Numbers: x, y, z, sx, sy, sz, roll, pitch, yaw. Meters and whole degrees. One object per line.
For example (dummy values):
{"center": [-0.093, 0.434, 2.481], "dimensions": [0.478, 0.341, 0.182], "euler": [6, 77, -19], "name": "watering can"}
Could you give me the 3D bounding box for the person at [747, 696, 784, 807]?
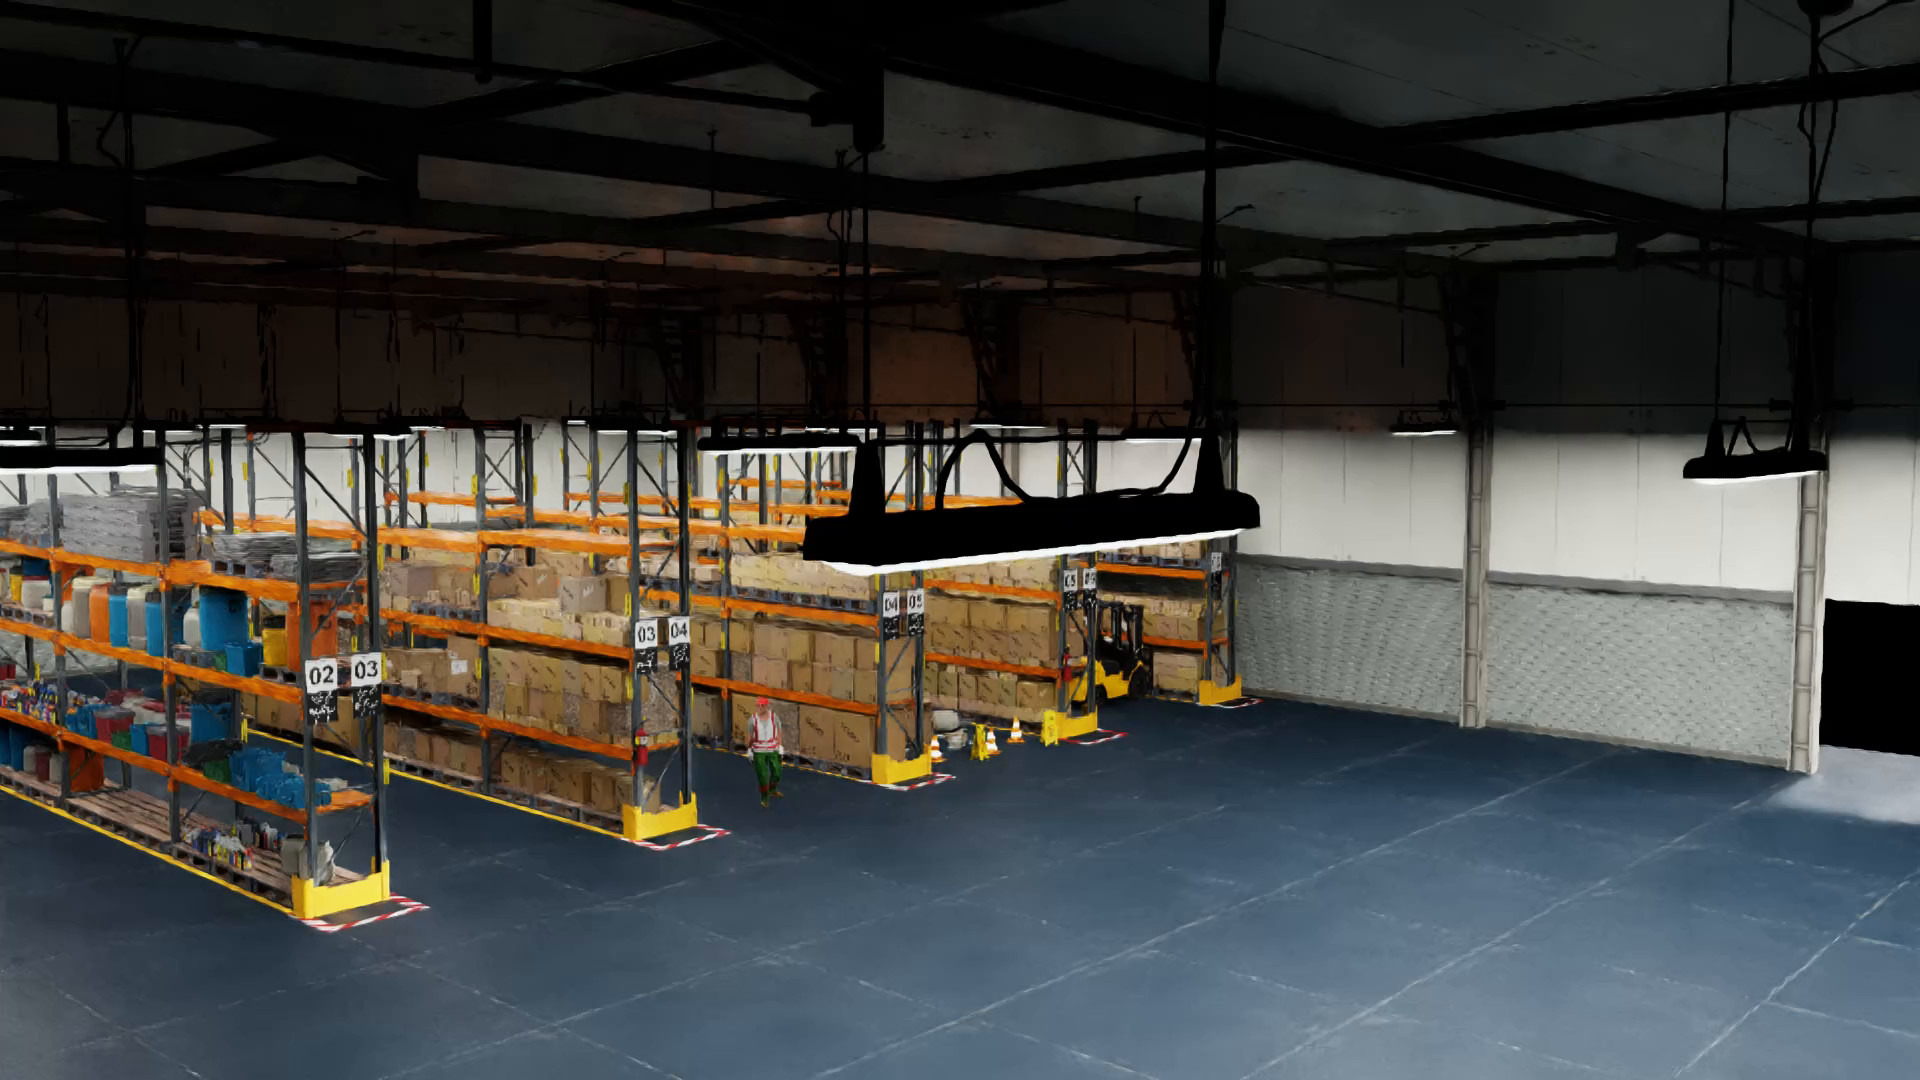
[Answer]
{"center": [-3.066, 3.307, 26.197], "dimensions": [0.585, 1.779, 0.572], "euler": [-1, 5, -12], "name": "person"}
